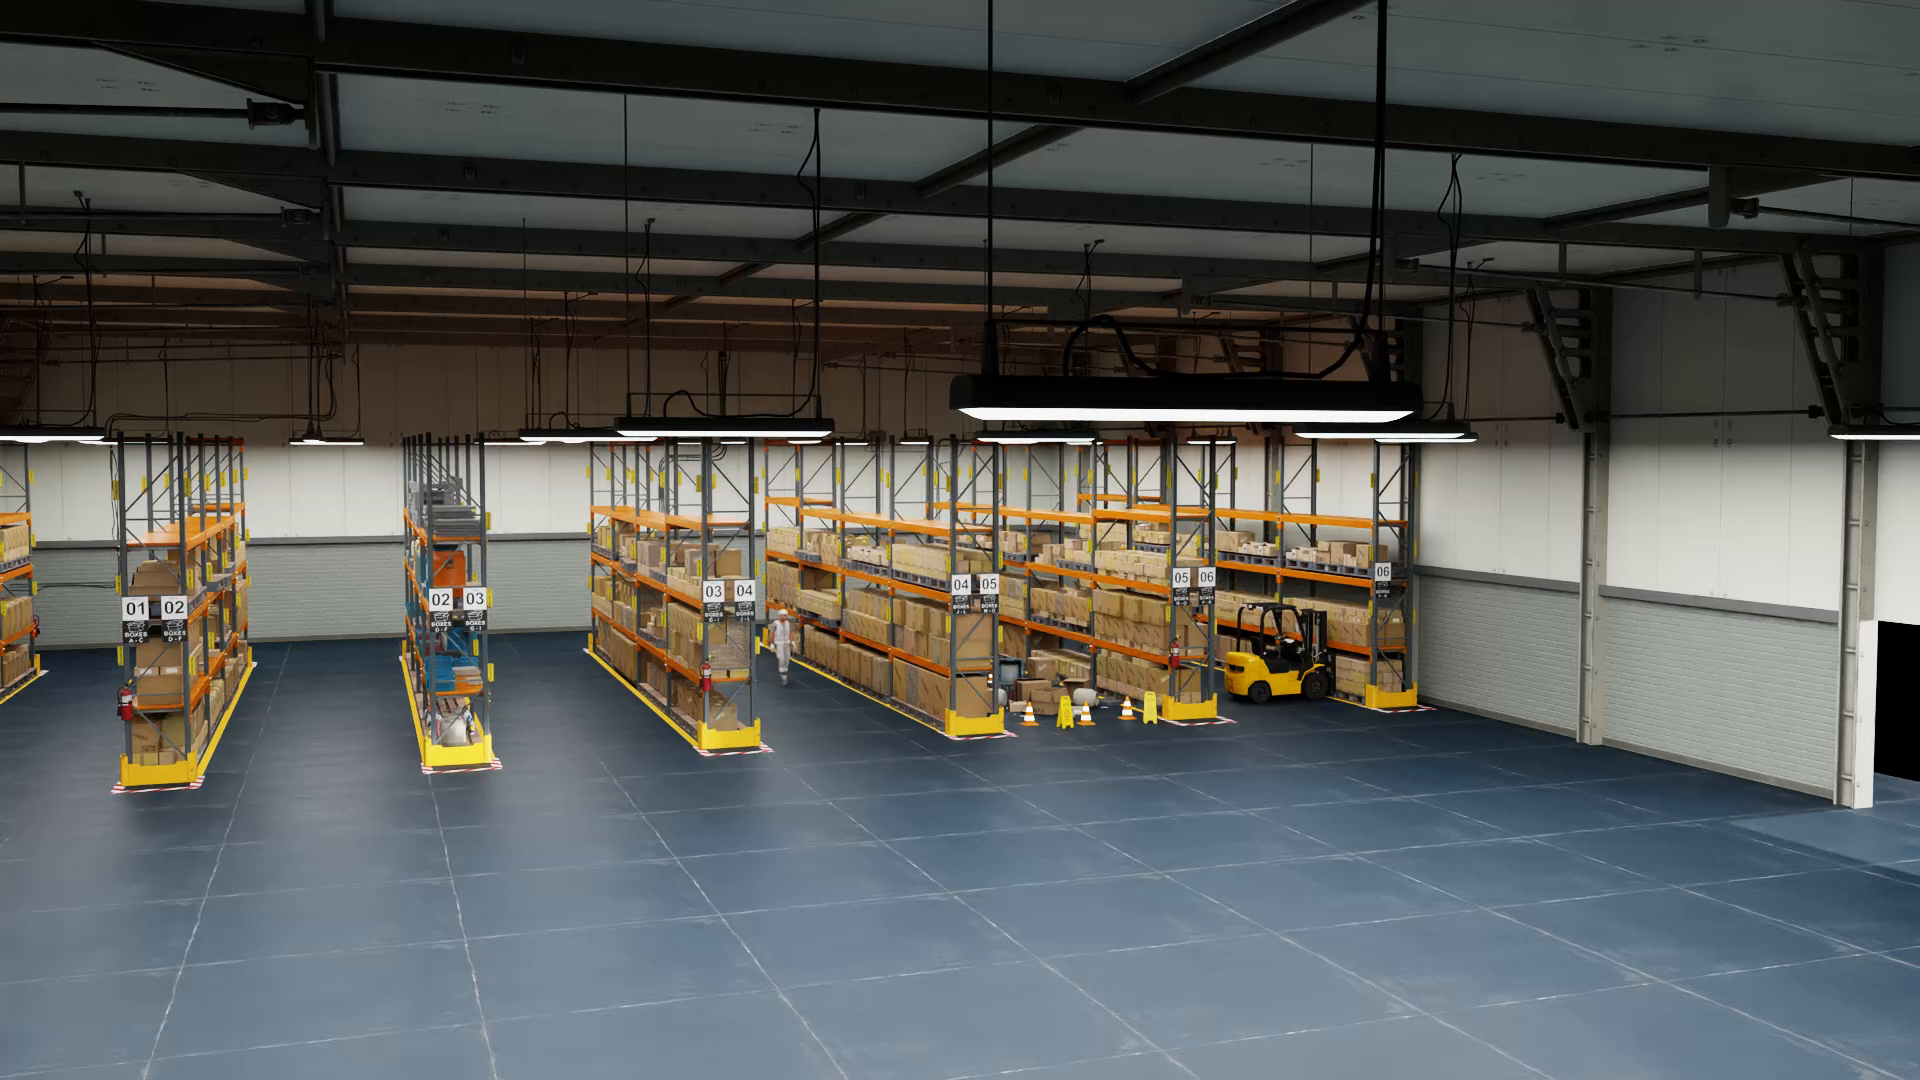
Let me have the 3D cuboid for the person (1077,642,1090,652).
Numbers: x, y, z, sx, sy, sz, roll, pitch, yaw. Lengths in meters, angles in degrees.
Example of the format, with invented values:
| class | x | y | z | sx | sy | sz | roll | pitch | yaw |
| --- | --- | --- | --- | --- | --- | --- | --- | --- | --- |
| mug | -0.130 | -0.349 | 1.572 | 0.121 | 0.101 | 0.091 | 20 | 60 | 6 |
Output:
| class | x | y | z | sx | sy | sz | roll | pitch | yaw |
| --- | --- | --- | --- | --- | --- | --- | --- | --- | --- |
| person | 3.614 | 2.350 | 46.598 | 0.465 | 1.681 | 0.555 | -2 | 4 | -38 |

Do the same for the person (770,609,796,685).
| class | x | y | z | sx | sy | sz | roll | pitch | yaw |
| --- | --- | --- | --- | --- | --- | --- | --- | --- | --- |
| person | -4.255 | 2.598 | 40.446 | 0.563 | 1.805 | 0.670 | -2 | 4 | -35 |
